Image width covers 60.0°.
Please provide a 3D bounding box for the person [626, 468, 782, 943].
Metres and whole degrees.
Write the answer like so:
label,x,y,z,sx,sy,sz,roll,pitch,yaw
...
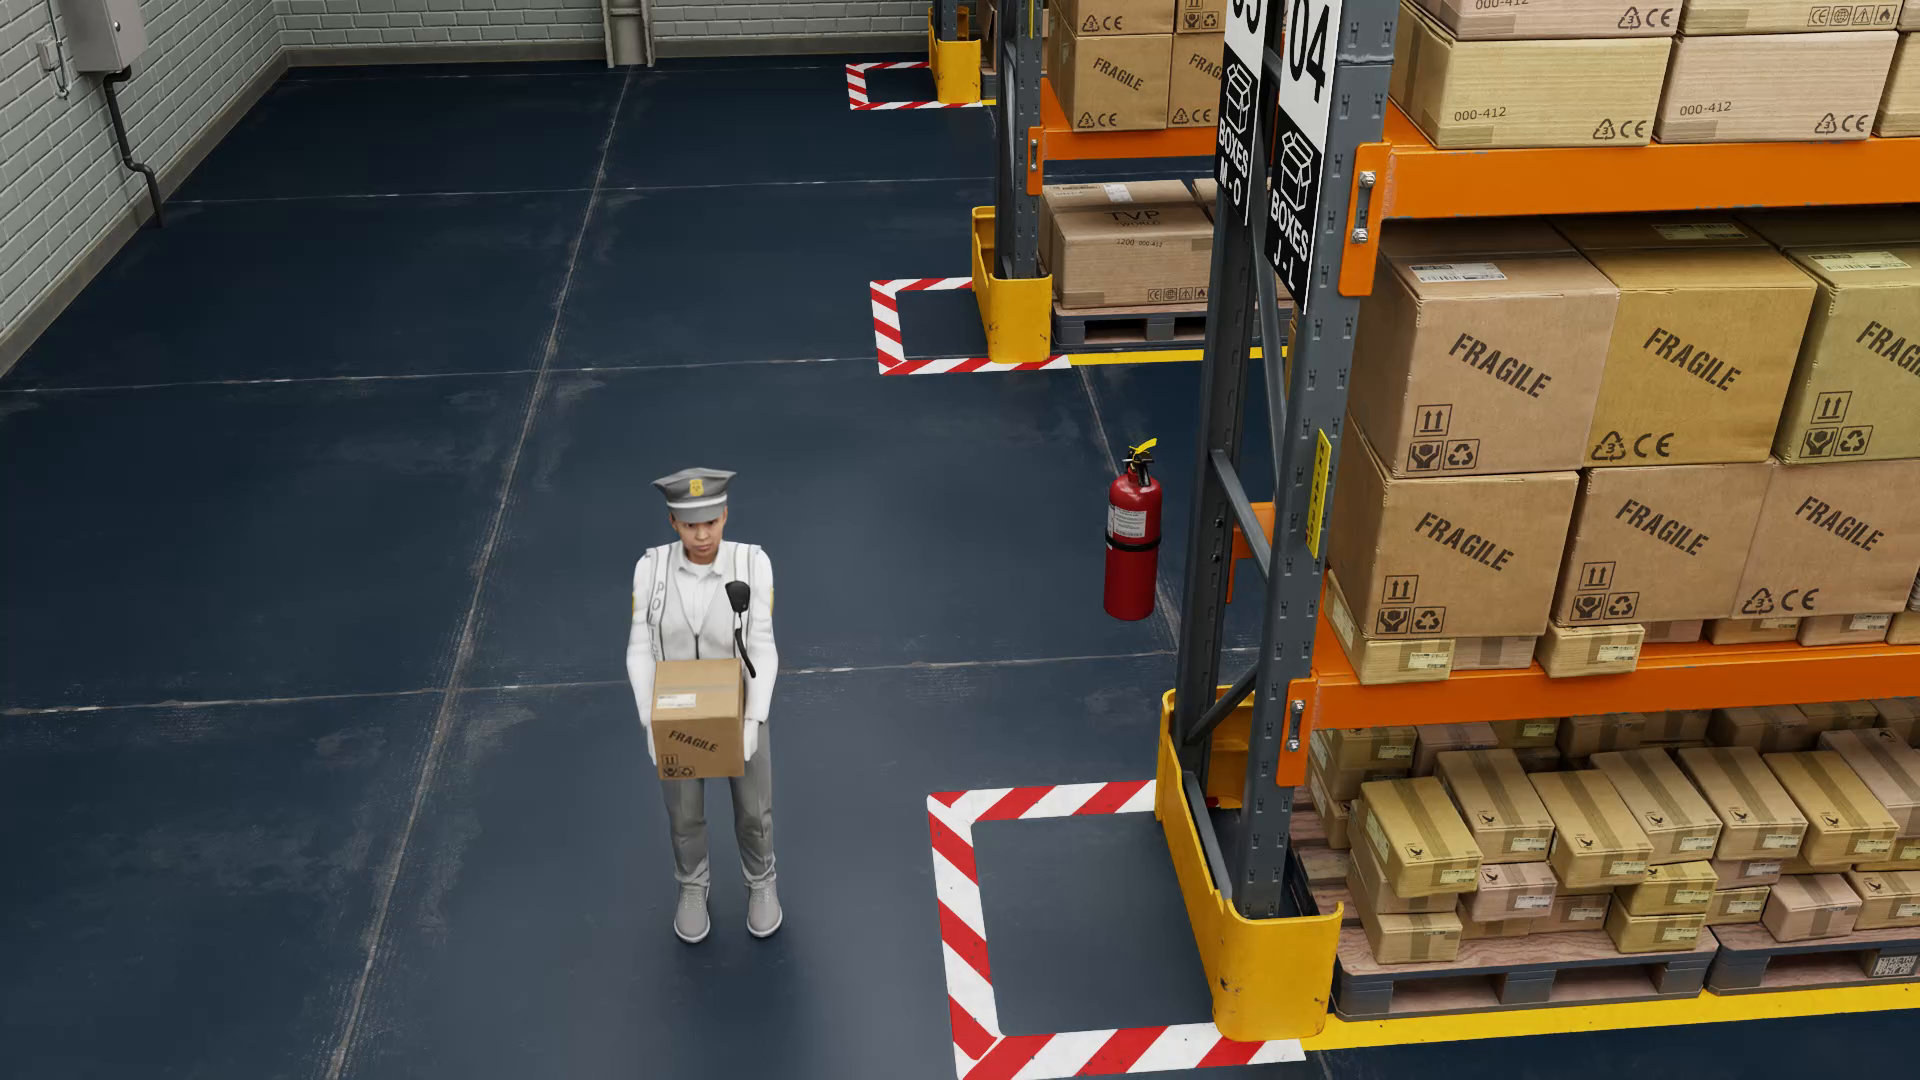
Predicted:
label,x,y,z,sx,sy,sz,roll,pitch,yaw
person,-0.785,0.566,5.181,0.459,1.686,0.549,-2,31,-4
